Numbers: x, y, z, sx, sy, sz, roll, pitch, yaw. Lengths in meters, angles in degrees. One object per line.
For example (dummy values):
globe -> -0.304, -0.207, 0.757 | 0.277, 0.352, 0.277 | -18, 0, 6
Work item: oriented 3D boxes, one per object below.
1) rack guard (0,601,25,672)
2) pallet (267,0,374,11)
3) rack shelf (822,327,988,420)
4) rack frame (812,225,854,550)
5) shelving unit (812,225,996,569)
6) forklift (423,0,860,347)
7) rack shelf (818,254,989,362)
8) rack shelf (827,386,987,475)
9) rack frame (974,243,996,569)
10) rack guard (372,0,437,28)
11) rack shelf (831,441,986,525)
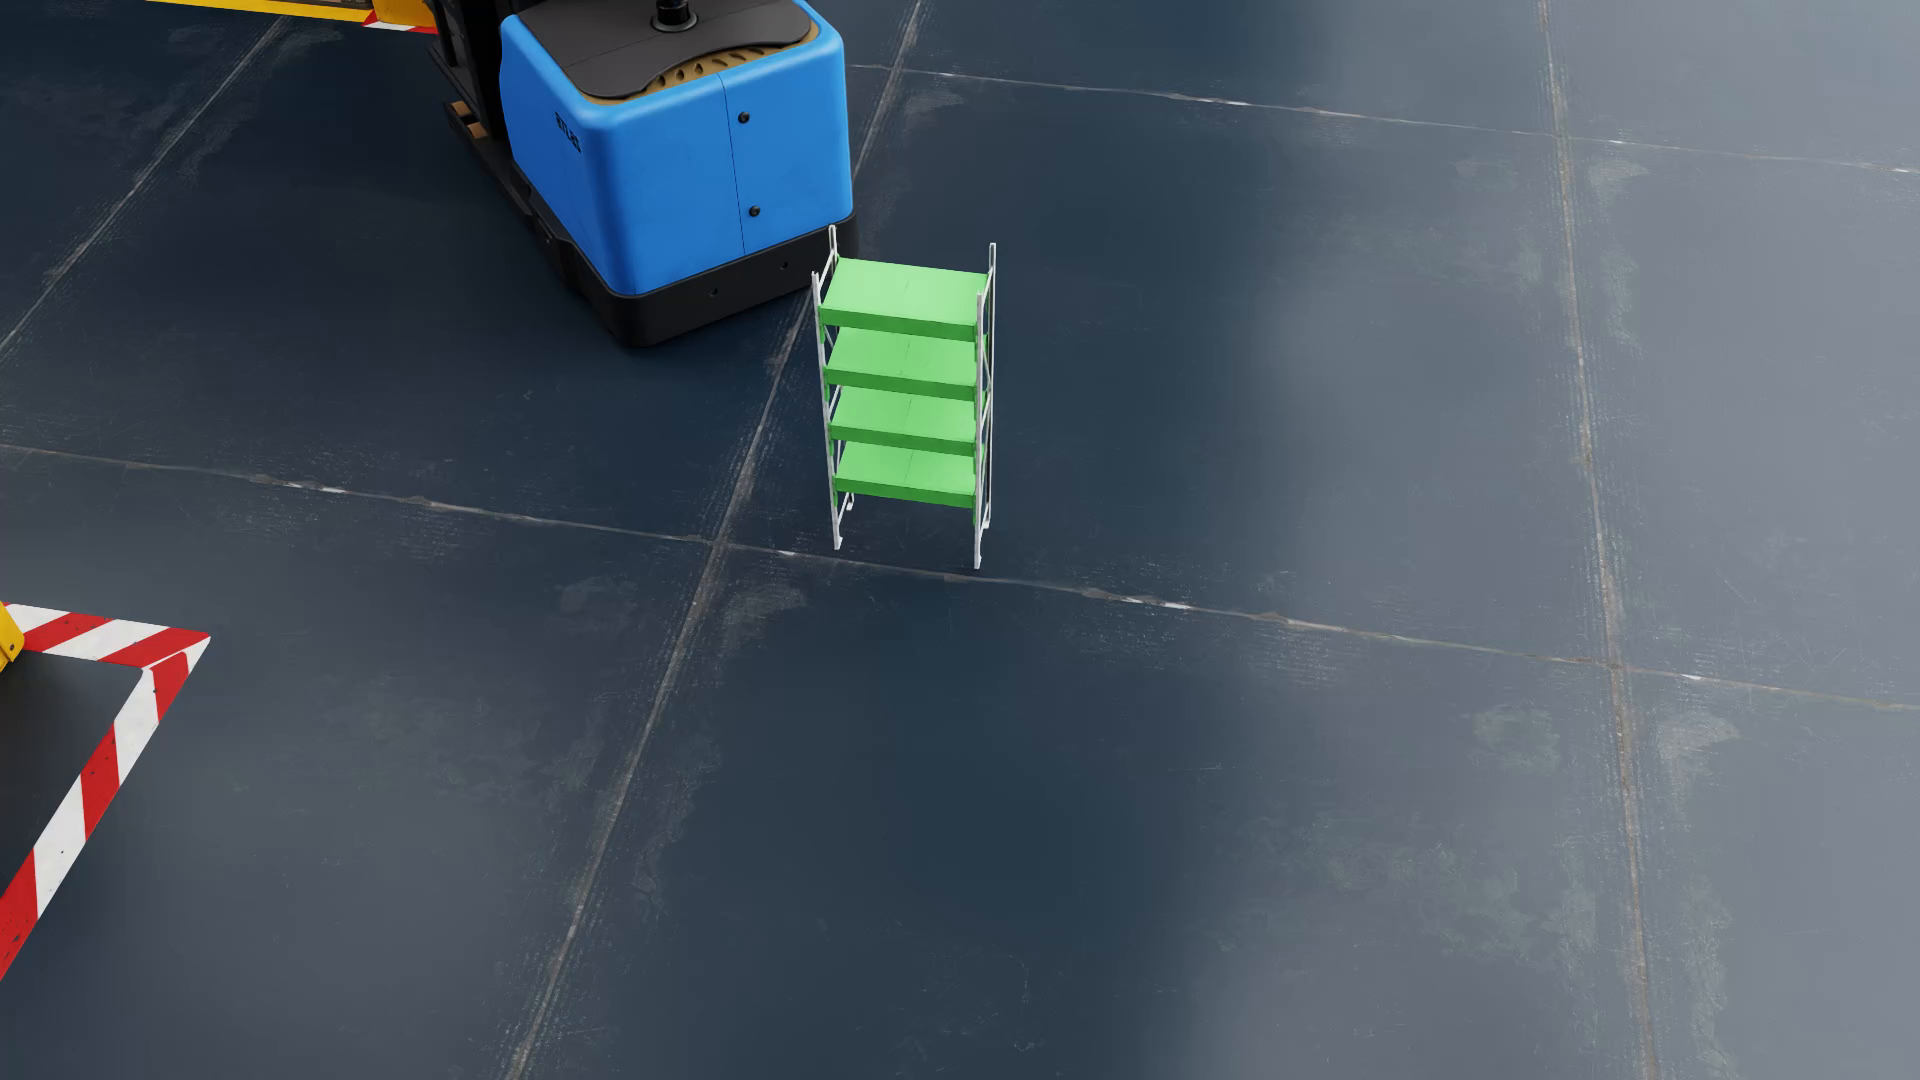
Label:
rack guard -> -3.326, 0.543, 4.926 | 0.348, 0.500, 1.175 | 8, 49, 7
pallet -> -3.347, -3.076, 8.372 | 1.213, 0.211, 1.003 | 8, 49, 7
rack shelf -> -0.163, -0.541, 5.192 | 0.480, 0.148, 0.258 | 8, 49, 7
rack frame -> -0.403, -0.455, 5.352 | 0.015, 1.200, 0.240 | 8, 49, 7
shelving unit -> -0.163, -0.423, 5.323 | 0.503, 1.200, 0.258 | 8, 49, 7
forklift -> -1.605, -2.796, 6.292 | 1.130, 2.935, 3.031 | -25, 53, -21
rack shelf -> -0.163, -0.701, 5.014 | 0.480, 0.148, 0.258 | 8, 49, 7
rack shelf -> -0.163, -0.380, 5.371 | 0.480, 0.148, 0.258 | 8, 49, 7
rack frame -> 0.077, -0.391, 5.294 | 0.015, 1.200, 0.240 | 8, 49, 7
rack guard -> -2.549, -3.061, 8.164 | 0.348, 0.500, 1.175 | 8, 49, 7
rack shelf -> -0.163, -0.220, 5.549 | 0.480, 0.148, 0.258 | 8, 49, 7
